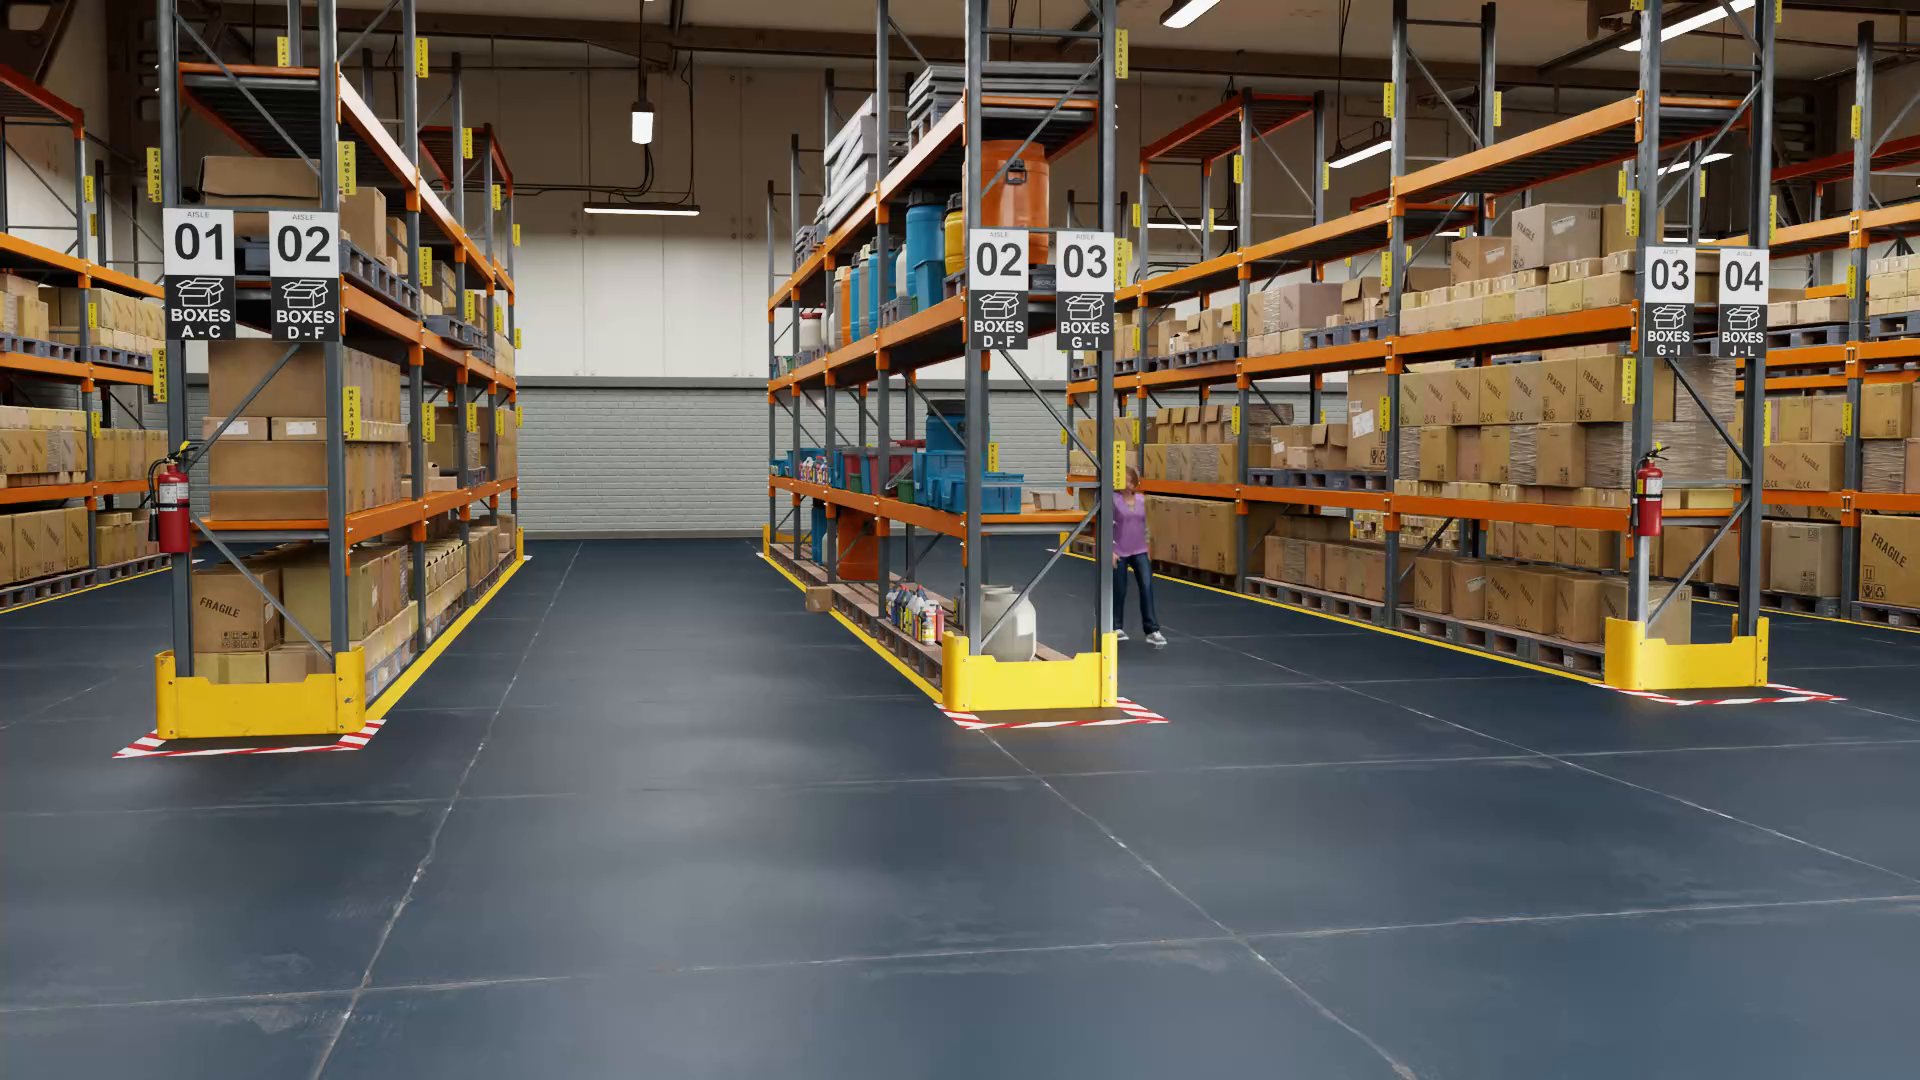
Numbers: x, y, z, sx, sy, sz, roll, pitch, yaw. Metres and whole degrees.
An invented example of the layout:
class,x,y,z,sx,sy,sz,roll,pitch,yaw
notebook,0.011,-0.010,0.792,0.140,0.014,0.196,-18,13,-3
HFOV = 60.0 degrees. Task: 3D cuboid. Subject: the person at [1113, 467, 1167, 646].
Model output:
class,x,y,z,sx,sy,sz,roll,pitch,yaw
person,1.509,0.136,14.671,0.456,1.562,0.812,-1,3,-10
